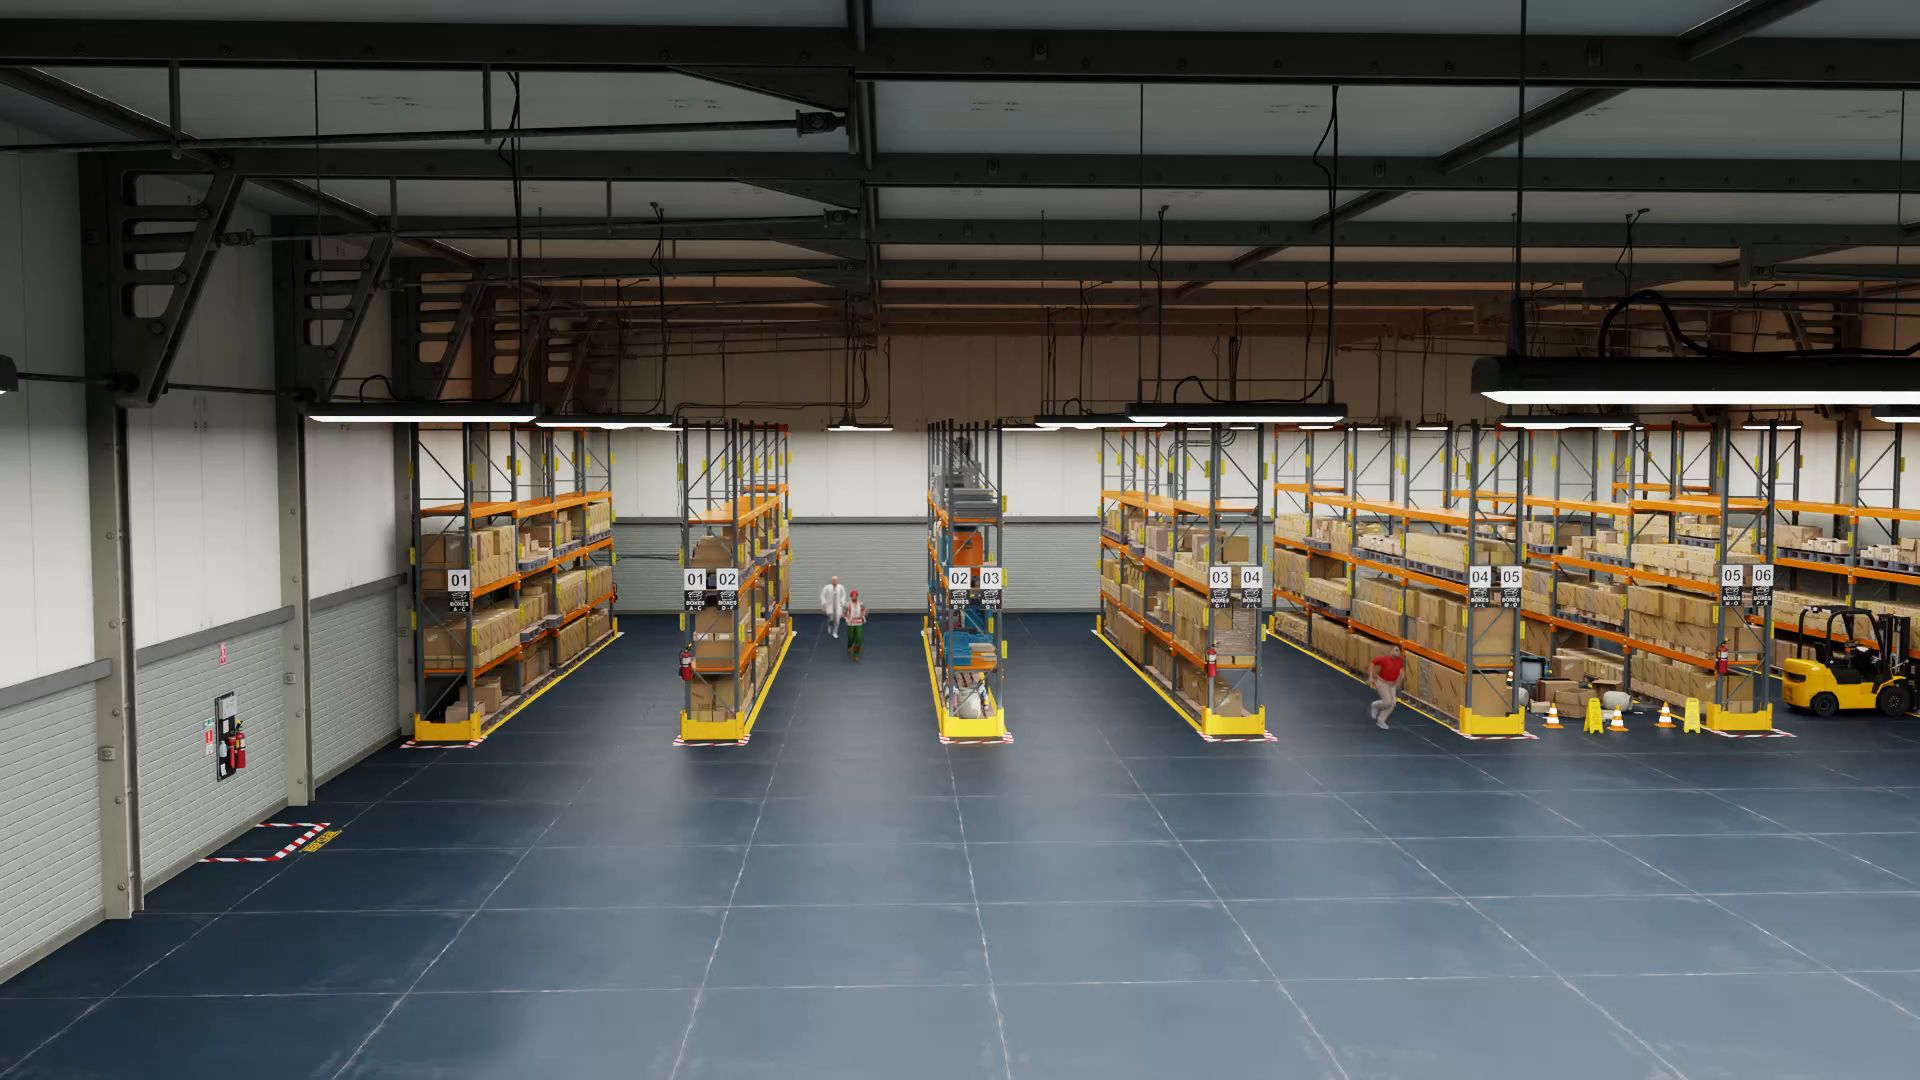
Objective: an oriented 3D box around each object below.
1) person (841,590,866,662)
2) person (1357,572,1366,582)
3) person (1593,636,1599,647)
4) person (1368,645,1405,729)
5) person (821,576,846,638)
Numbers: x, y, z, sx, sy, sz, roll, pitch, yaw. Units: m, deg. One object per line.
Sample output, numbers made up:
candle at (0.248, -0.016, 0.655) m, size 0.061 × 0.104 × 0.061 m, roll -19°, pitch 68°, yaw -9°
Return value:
person at (-2.664, 2.155, 42.036) m, size 0.657 × 1.771 × 0.863 m, roll -1°, pitch 4°, yaw -15°
person at (11.379, 1.819, 47.149) m, size 0.724 × 1.794 × 0.952 m, roll -1°, pitch 4°, yaw -18°
person at (16.806, 2.041, 44.470) m, size 0.552 × 1.730 × 0.801 m, roll -1°, pitch 4°, yaw -10°
person at (8.320, 2.843, 32.317) m, size 0.652 × 1.655 × 0.749 m, roll -2°, pitch 4°, yaw -29°
person at (-3.533, 1.880, 46.678) m, size 0.699 × 1.732 × 0.668 m, roll -1°, pitch 4°, yaw -13°
